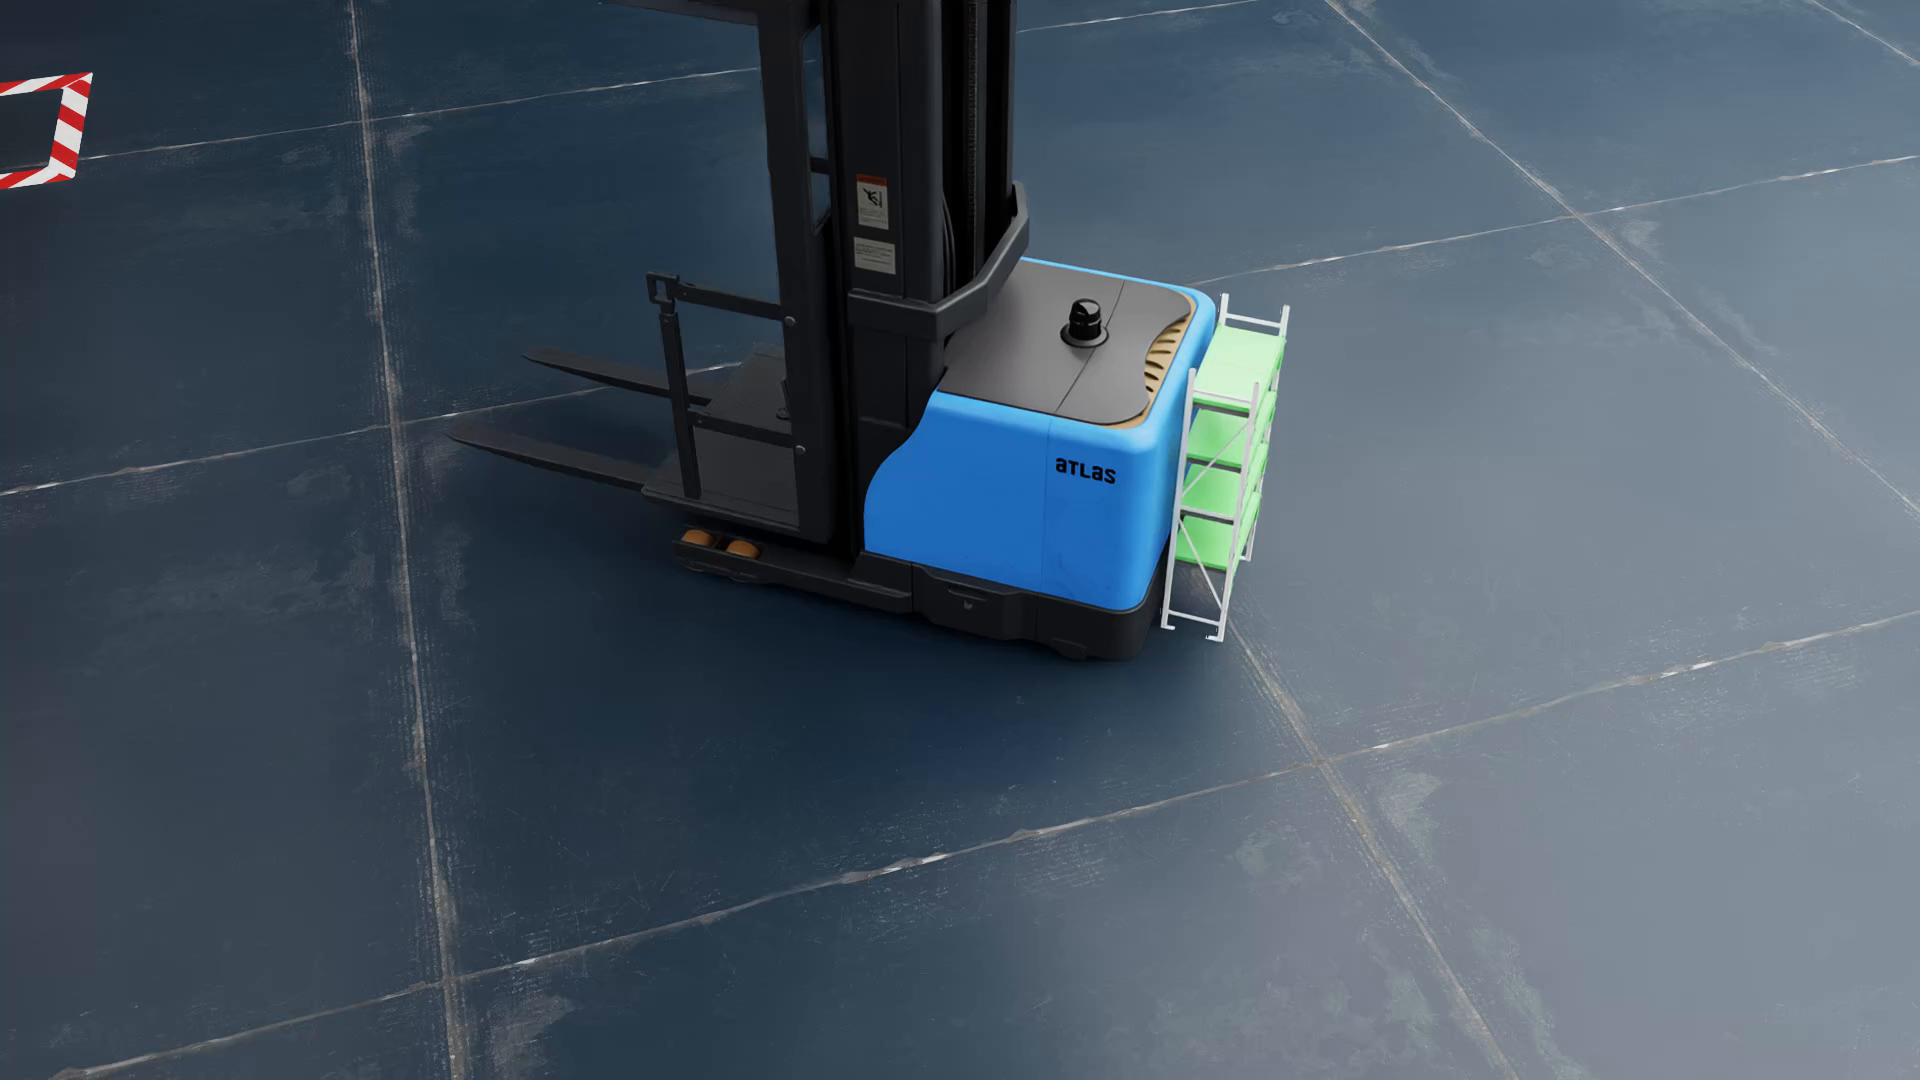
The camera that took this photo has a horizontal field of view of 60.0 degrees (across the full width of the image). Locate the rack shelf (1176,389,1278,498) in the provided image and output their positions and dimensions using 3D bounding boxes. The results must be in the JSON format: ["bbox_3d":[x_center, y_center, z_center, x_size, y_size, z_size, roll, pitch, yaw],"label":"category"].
[{"bbox_3d":[0.967,-0.378,6.003,0.258,0.148,0.480,13,43,15],"label":"rack shelf"}]

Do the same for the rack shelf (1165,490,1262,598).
[{"bbox_3d":[0.966,-0.017,6.319,0.258,0.148,0.480,13,43,15],"label":"rack shelf"}]

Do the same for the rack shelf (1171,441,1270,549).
[{"bbox_3d":[0.967,-0.197,6.161,0.258,0.148,0.480,13,43,15],"label":"rack shelf"}]

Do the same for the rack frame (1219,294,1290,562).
[{"bbox_3d":[1.049,-0.397,6.292,0.240,1.200,0.015,13,43,15],"label":"rack frame"}]

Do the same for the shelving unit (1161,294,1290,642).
[{"bbox_3d":[0.967,-0.245,6.119,0.258,1.200,0.503,13,43,15],"label":"shelving unit"}]

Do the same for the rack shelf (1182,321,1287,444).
[{"bbox_3d":[0.967,-0.559,5.845,0.258,0.148,0.480,13,43,15],"label":"rack shelf"}]

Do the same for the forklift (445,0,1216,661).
[{"bbox_3d":[-0.609,-1.248,5.951,3.031,2.935,1.130,13,43,15],"label":"forklift"}]

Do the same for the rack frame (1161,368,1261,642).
[{"bbox_3d":[0.884,-0.094,5.946,0.240,1.200,0.015,13,43,15],"label":"rack frame"}]
